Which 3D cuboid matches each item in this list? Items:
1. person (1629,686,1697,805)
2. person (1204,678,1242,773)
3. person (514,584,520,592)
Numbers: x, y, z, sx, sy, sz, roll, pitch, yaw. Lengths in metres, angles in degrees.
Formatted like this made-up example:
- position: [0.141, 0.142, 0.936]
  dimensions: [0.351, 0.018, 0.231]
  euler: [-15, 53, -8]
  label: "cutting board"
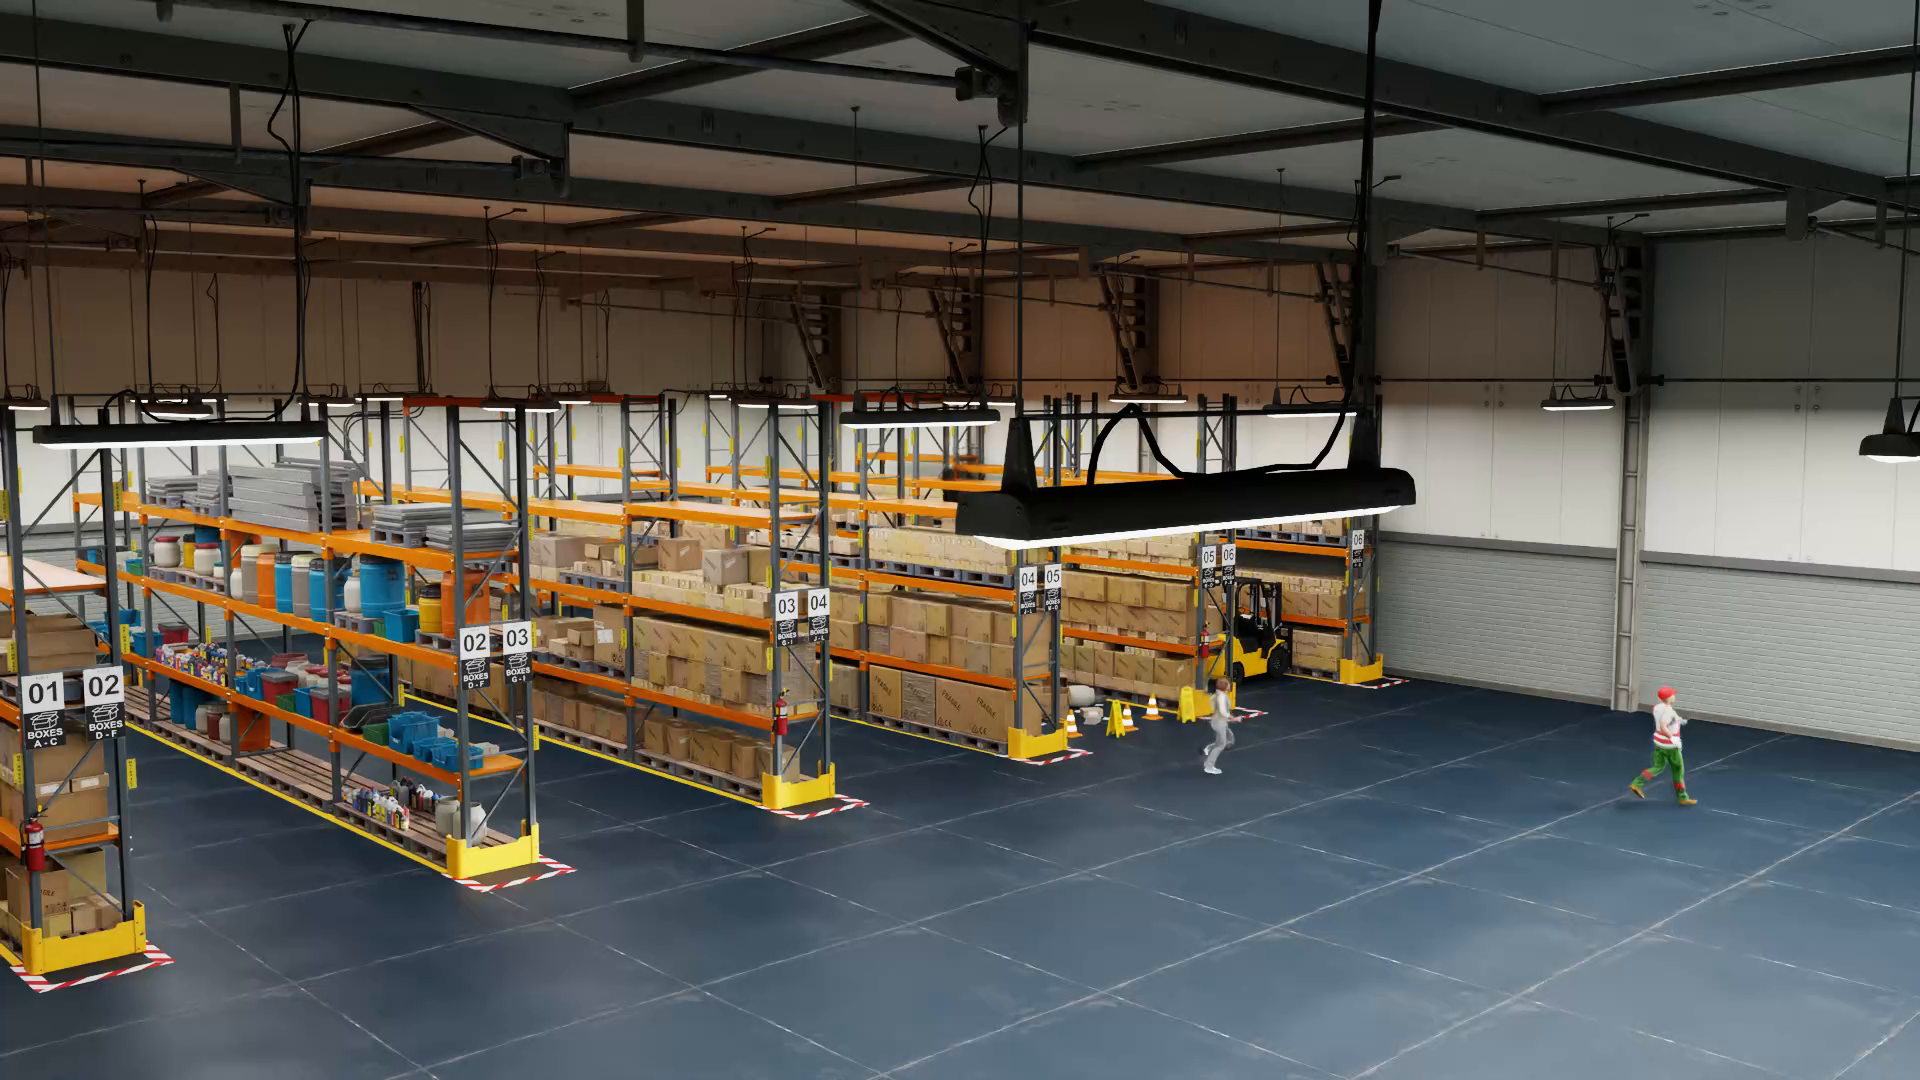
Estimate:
- position: [10.460, 3.039, 24.644]
  dimensions: [0.999, 1.766, 0.663]
  euler: [-1, 6, -6]
  label: "person"
- position: [4.230, 2.975, 26.766]
  dimensions: [0.599, 1.554, 0.569]
  euler: [1, 6, 6]
  label: "person"
- position: [-10.666, 1.612, 40.433]
  dimensions: [0.572, 1.717, 0.825]
  euler: [3, 6, 26]
  label: "person"
